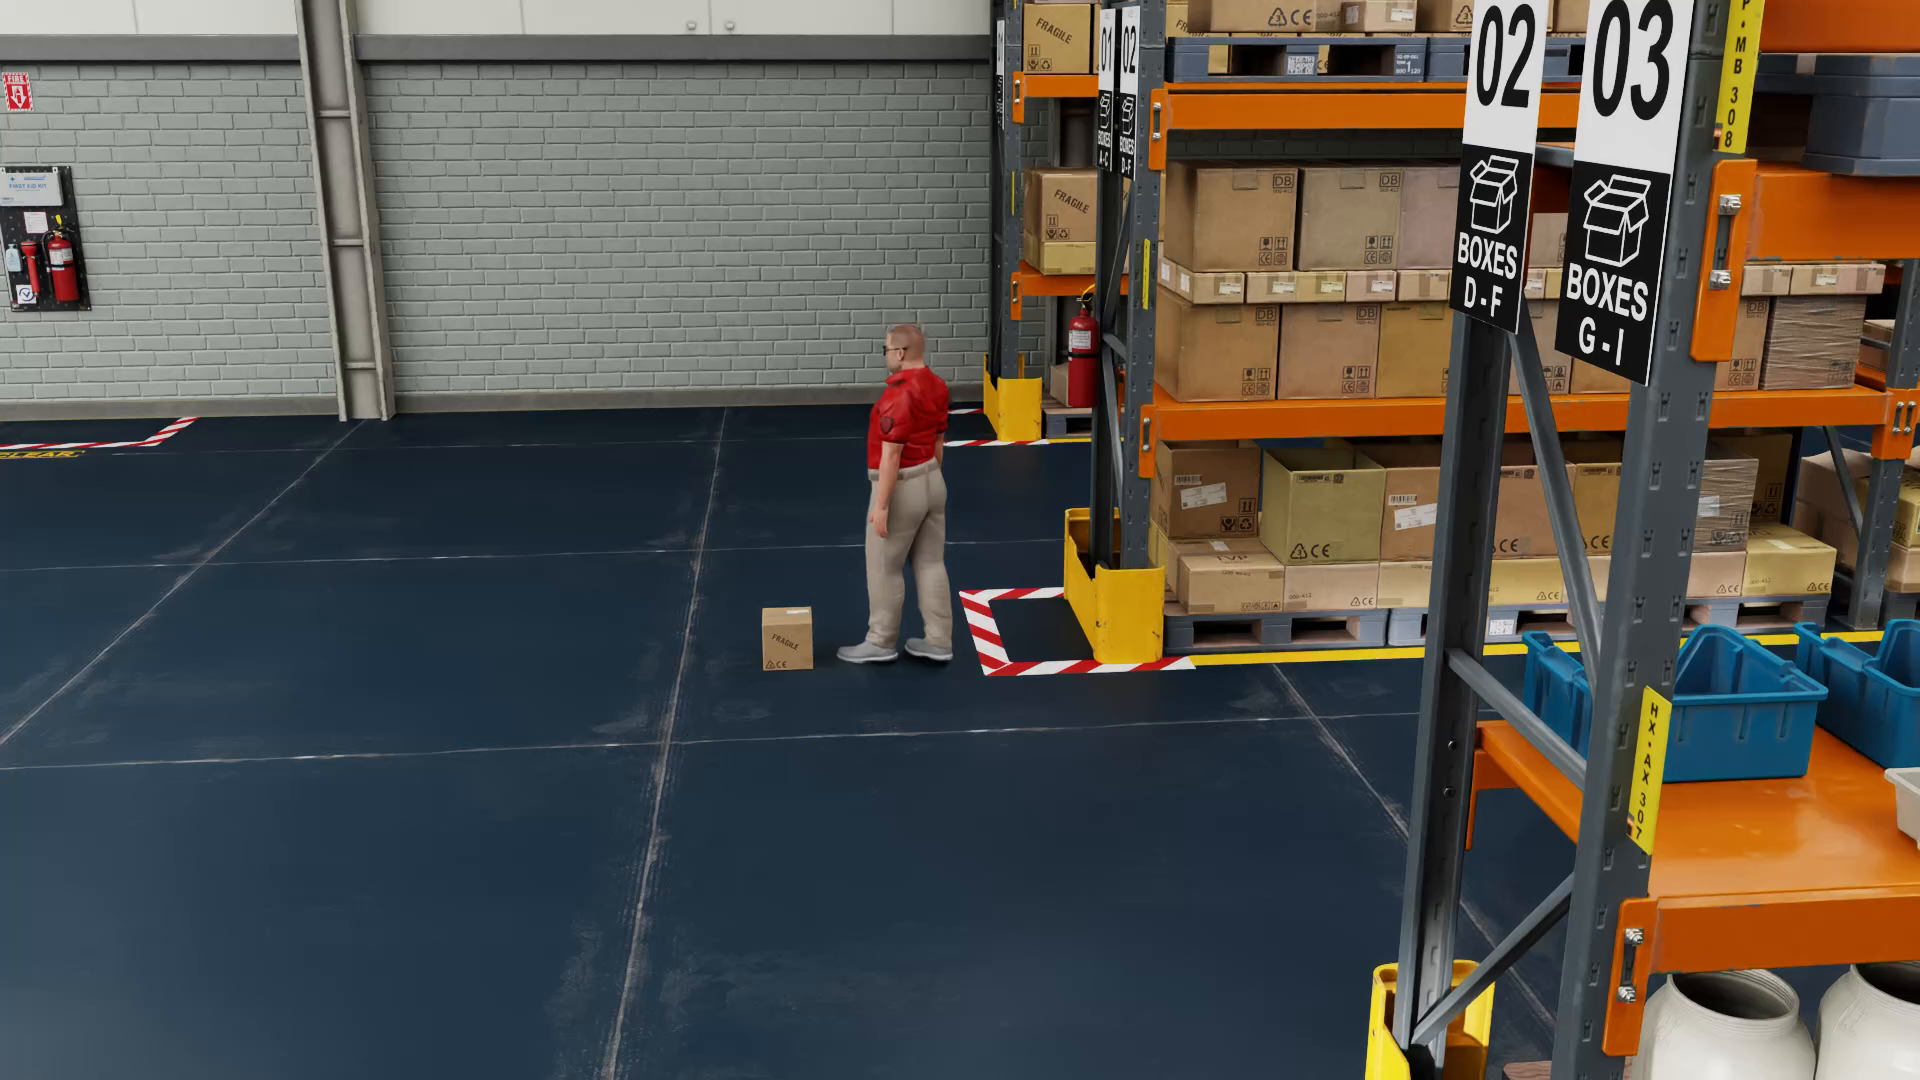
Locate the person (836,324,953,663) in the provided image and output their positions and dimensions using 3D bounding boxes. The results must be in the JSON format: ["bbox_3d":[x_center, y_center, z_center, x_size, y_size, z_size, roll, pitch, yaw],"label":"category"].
[{"bbox_3d":[-0.321,-0.218,8.293,0.580,1.737,0.549,10,19,31],"label":"person"}]
